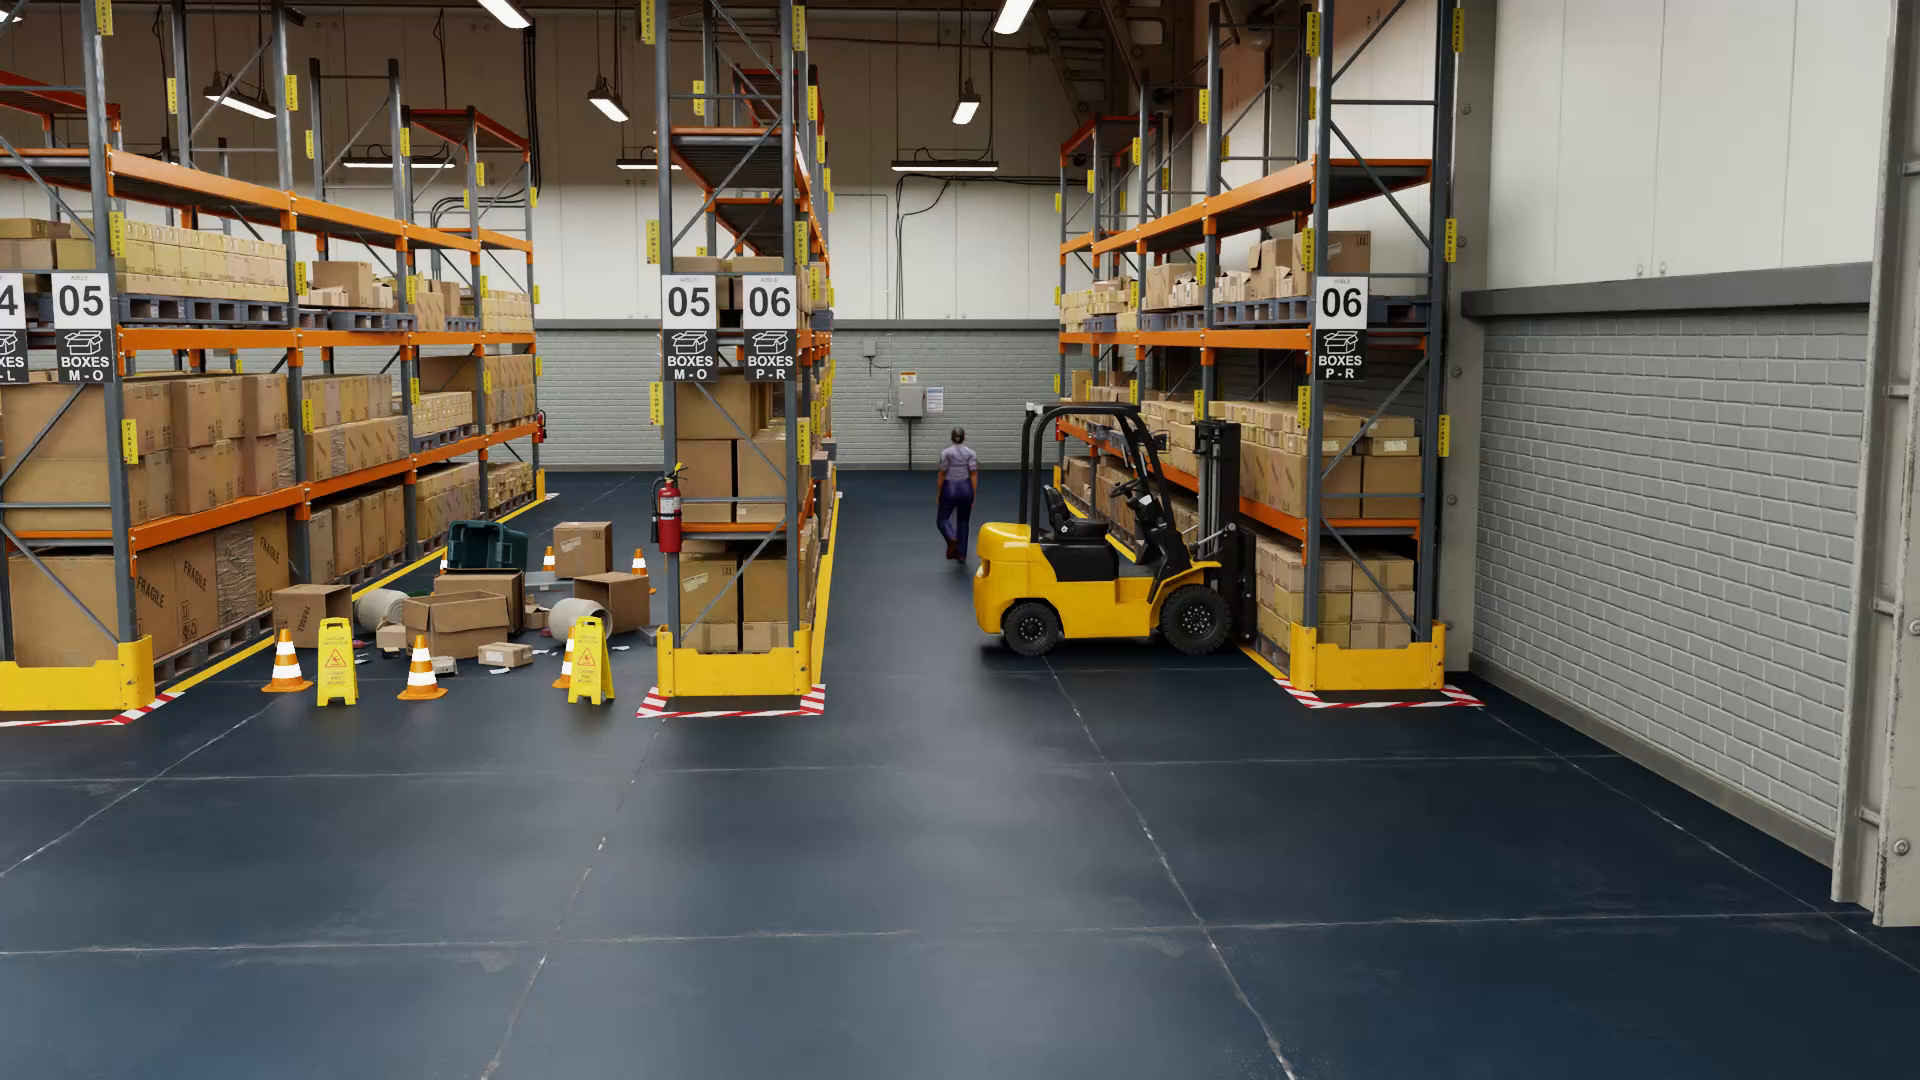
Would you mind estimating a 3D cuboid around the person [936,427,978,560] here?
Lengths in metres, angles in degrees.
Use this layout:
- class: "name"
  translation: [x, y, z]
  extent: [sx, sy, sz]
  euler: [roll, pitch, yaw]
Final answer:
- class: "person"
  translation: [-0.033, -0.547, 20.145]
  extent: [0.491, 1.619, 0.559]
  euler: [-2, 7, -14]
